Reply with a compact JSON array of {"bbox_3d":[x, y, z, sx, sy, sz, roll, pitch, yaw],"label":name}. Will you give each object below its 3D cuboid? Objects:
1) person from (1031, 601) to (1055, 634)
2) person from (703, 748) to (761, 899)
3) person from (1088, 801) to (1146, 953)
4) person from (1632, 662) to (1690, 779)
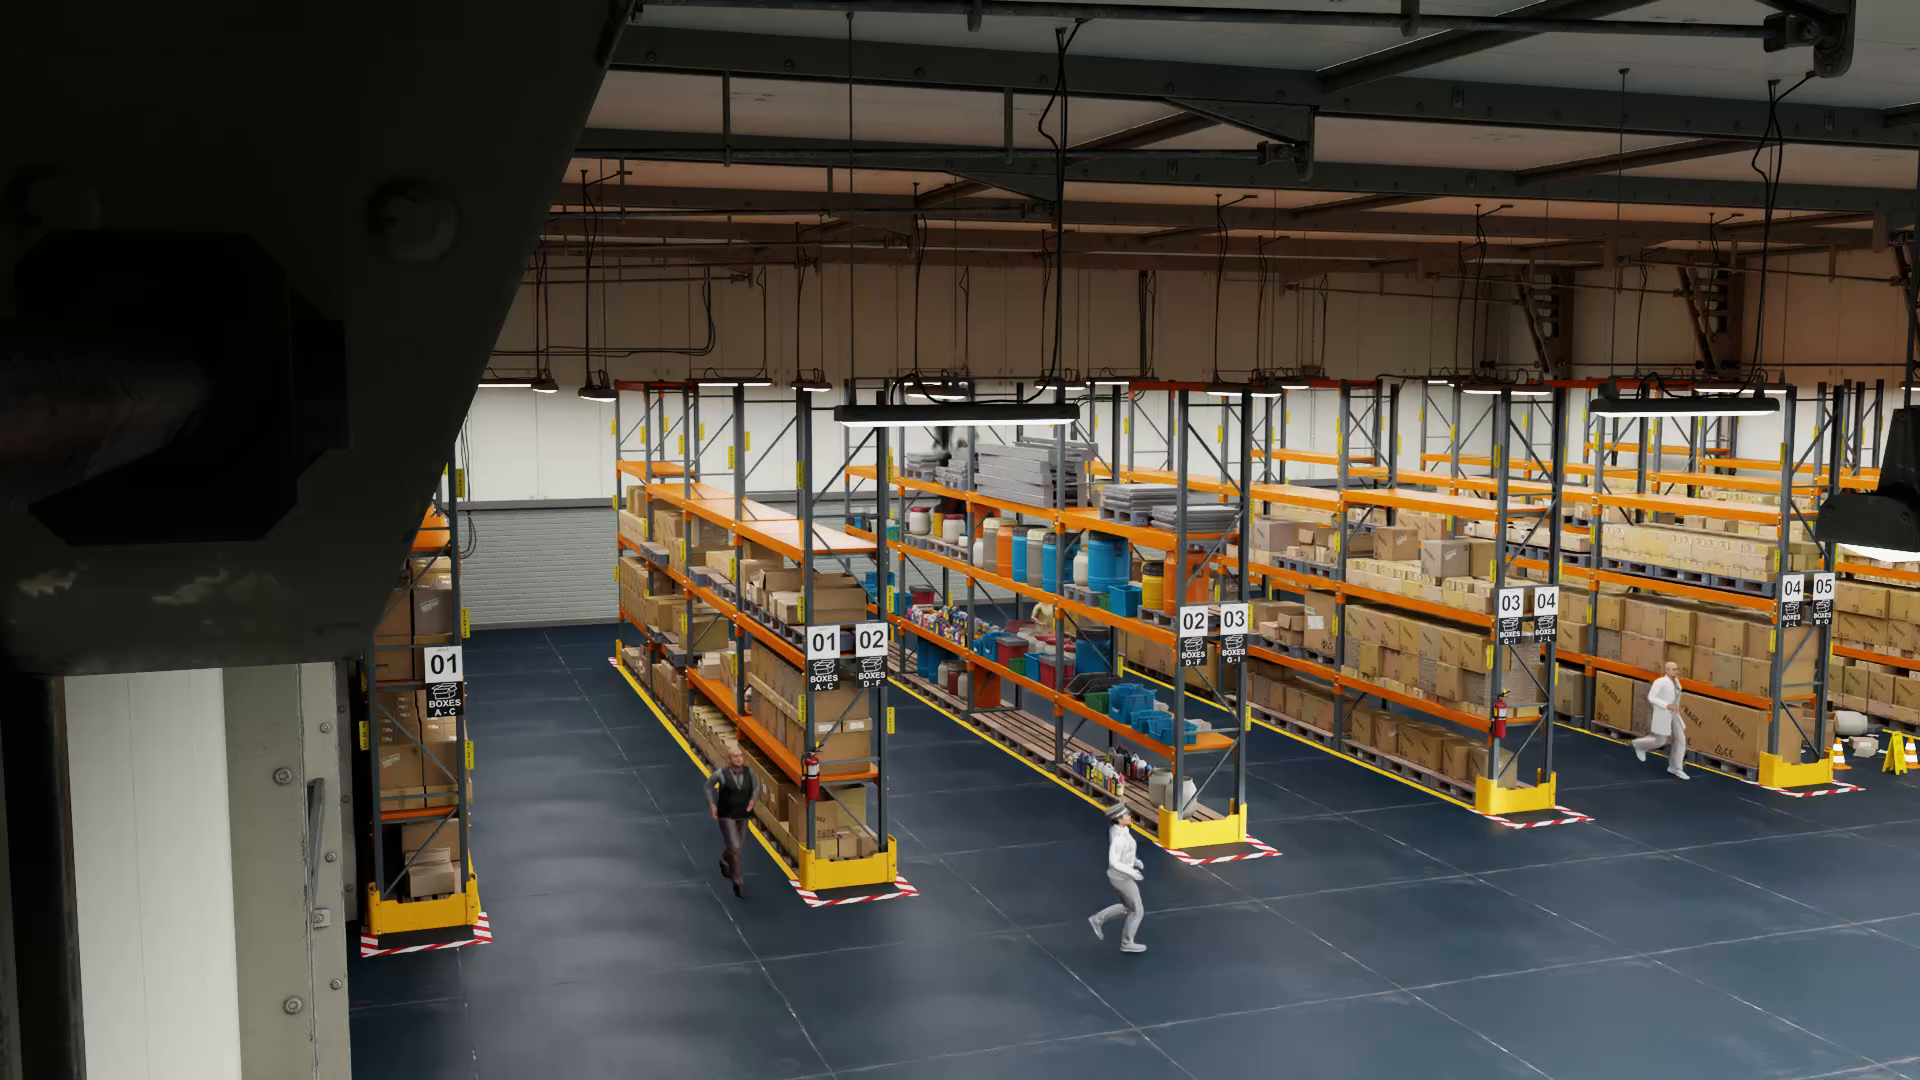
[{"bbox_3d":[1.616,1.801,32.366,0.546,1.679,1.109,-3,7,-23],"label":"person"},{"bbox_3d":[-2.721,3.364,20.077,0.666,1.755,0.904,-4,7,-33],"label":"person"},{"bbox_3d":[1.699,3.620,17.892,0.631,1.649,0.617,0,6,3],"label":"person"},{"bbox_3d":[10.910,2.753,25.785,0.722,1.779,1.017,-3,7,-27],"label":"person"}]
